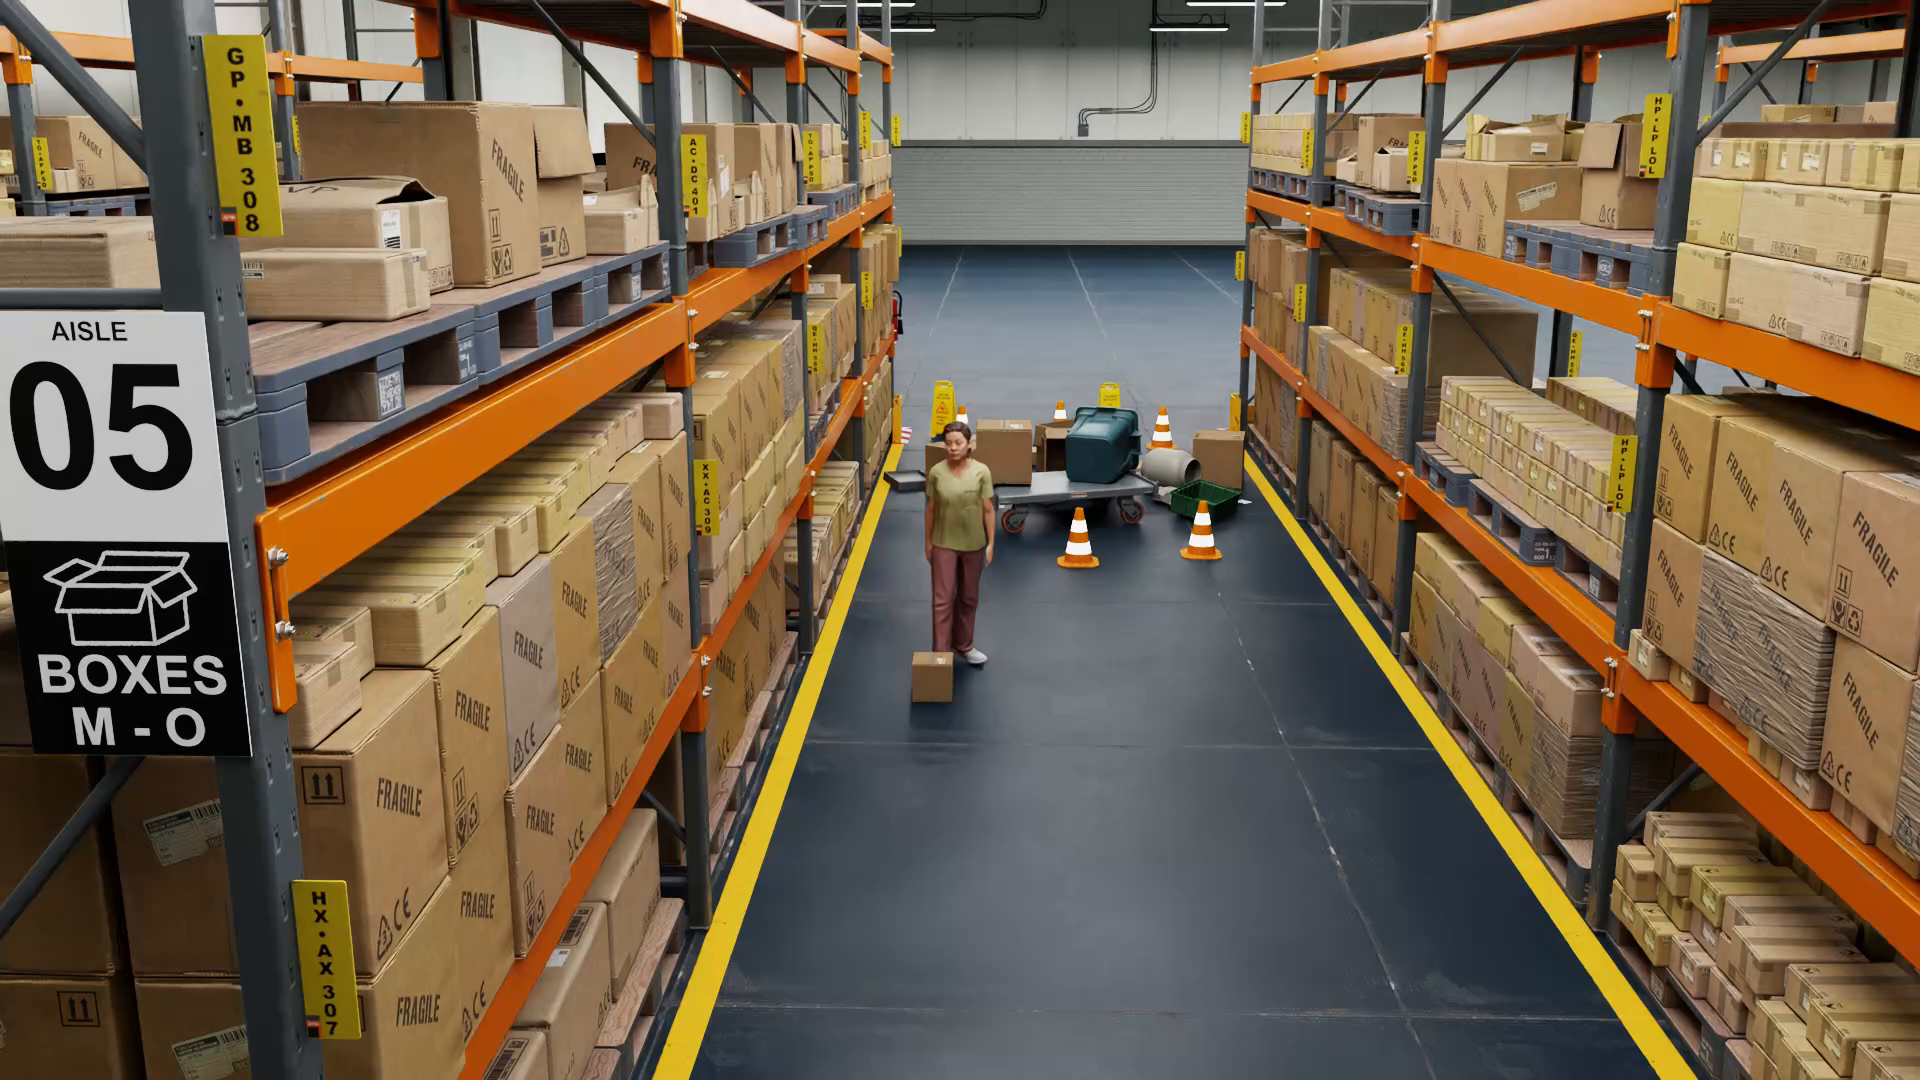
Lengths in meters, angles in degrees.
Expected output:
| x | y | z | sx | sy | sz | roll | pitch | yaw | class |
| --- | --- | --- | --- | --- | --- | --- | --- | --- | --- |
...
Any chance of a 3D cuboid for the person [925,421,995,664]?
| x | y | z | sx | sy | sz | roll | pitch | yaw | class |
| --- | --- | --- | --- | --- | --- | --- | --- | --- | --- |
| 0.010 | 0.057 | 10.760 | 0.444 | 1.659 | 0.658 | -1 | 14 | -5 | person |
